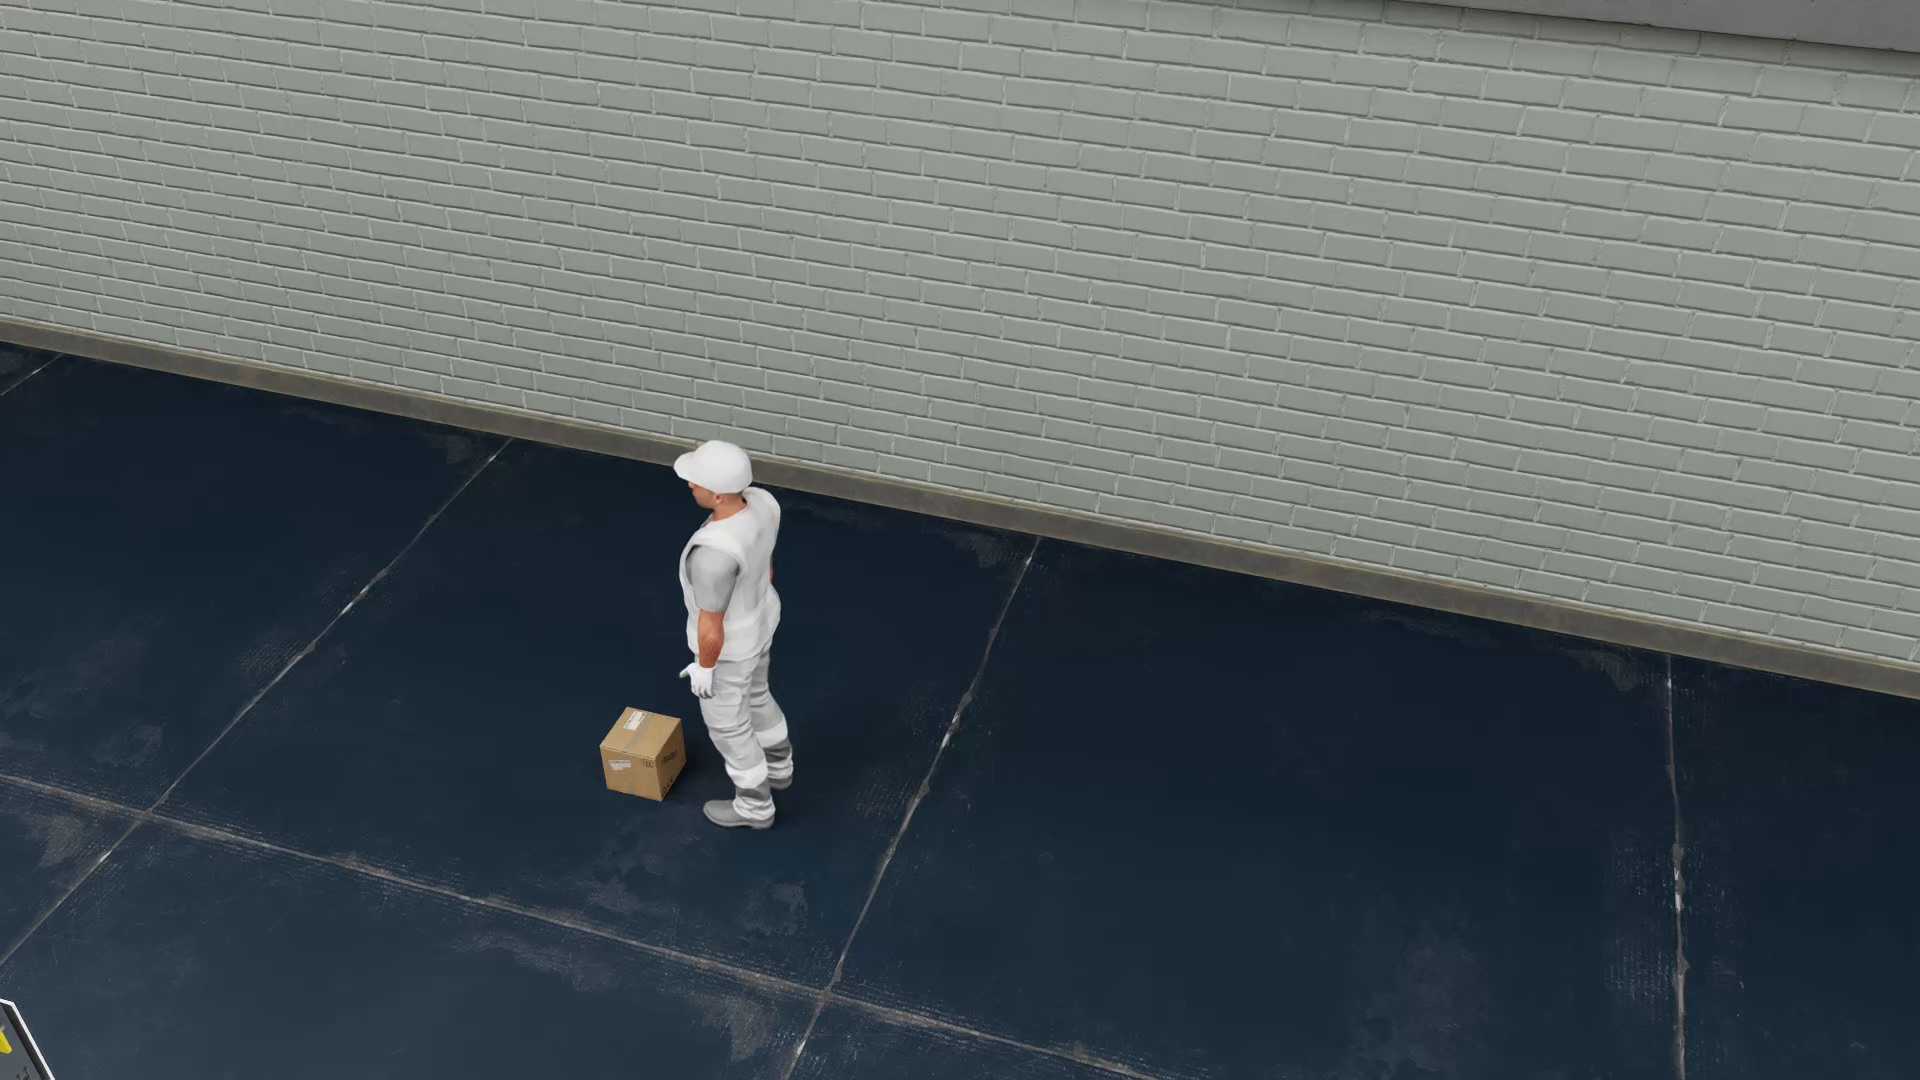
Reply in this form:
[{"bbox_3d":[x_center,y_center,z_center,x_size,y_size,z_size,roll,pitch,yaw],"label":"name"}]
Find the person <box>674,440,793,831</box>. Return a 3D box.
[{"bbox_3d":[-0.872,0.370,6.377,0.348,1.786,0.524,11,38,15],"label":"person"}]
